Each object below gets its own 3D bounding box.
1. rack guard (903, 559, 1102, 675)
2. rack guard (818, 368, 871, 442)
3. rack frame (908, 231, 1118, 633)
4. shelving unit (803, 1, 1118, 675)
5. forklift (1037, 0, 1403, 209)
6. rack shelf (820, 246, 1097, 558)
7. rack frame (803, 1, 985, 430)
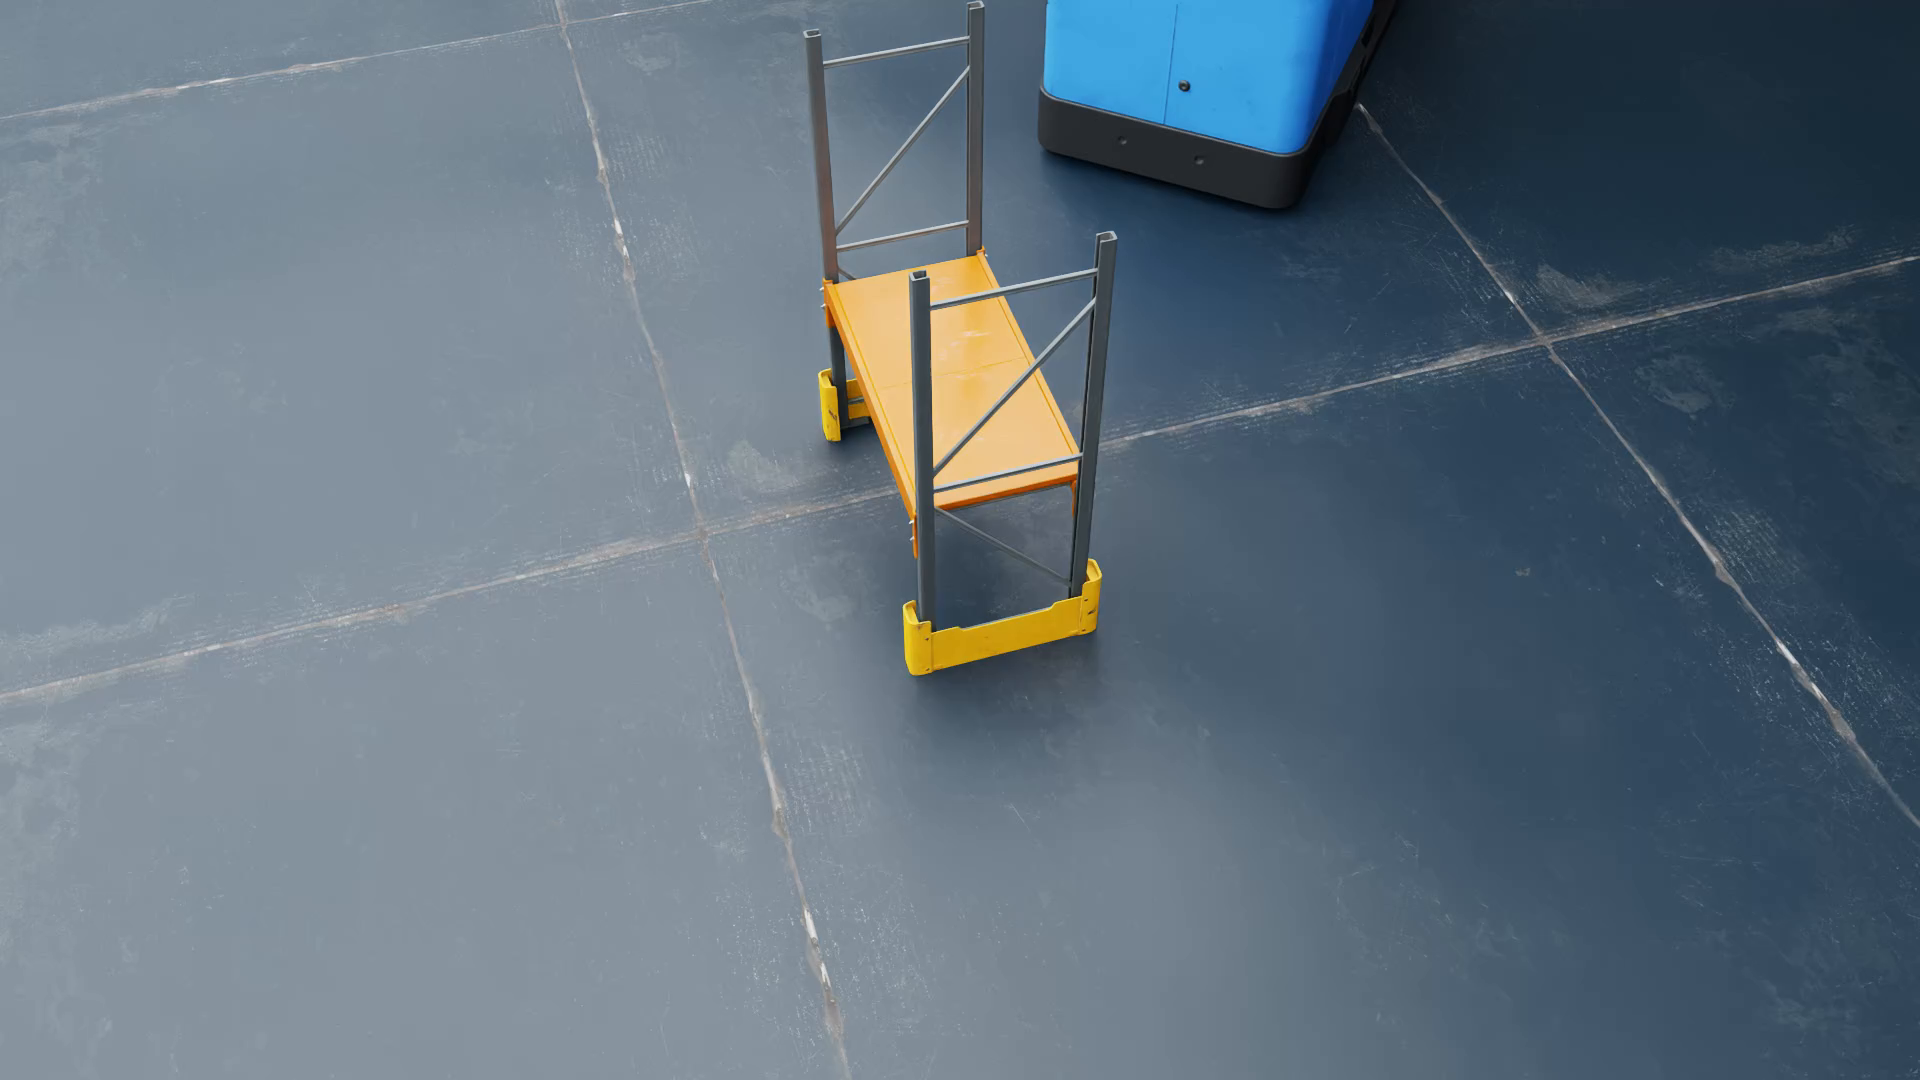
[{"bbox_3d":[0.125,0.227,4.895,0.587,0.250,0.087,-13,51,-11],"label":"rack guard"},{"bbox_3d":[-0.170,-0.500,5.508,0.587,0.250,0.087,-13,51,-11],"label":"rack guard"},{"bbox_3d":[0.125,-0.174,4.416,0.500,1.500,0.032,-13,51,-11],"label":"rack frame"},{"bbox_3d":[-0.023,-0.539,4.724,0.587,1.500,1.083,-13,51,-11],"label":"shelving unit"},{"bbox_3d":[1.352,-3.328,6.138,1.130,2.935,3.031,18,52,15],"label":"forklift"},{"bbox_3d":[-0.025,-0.430,4.867,0.538,0.185,1.000,-13,51,-11],"label":"rack shelf"},{"bbox_3d":[-0.176,-0.917,5.042,0.500,1.500,0.032,-13,51,-11],"label":"rack frame"}]
